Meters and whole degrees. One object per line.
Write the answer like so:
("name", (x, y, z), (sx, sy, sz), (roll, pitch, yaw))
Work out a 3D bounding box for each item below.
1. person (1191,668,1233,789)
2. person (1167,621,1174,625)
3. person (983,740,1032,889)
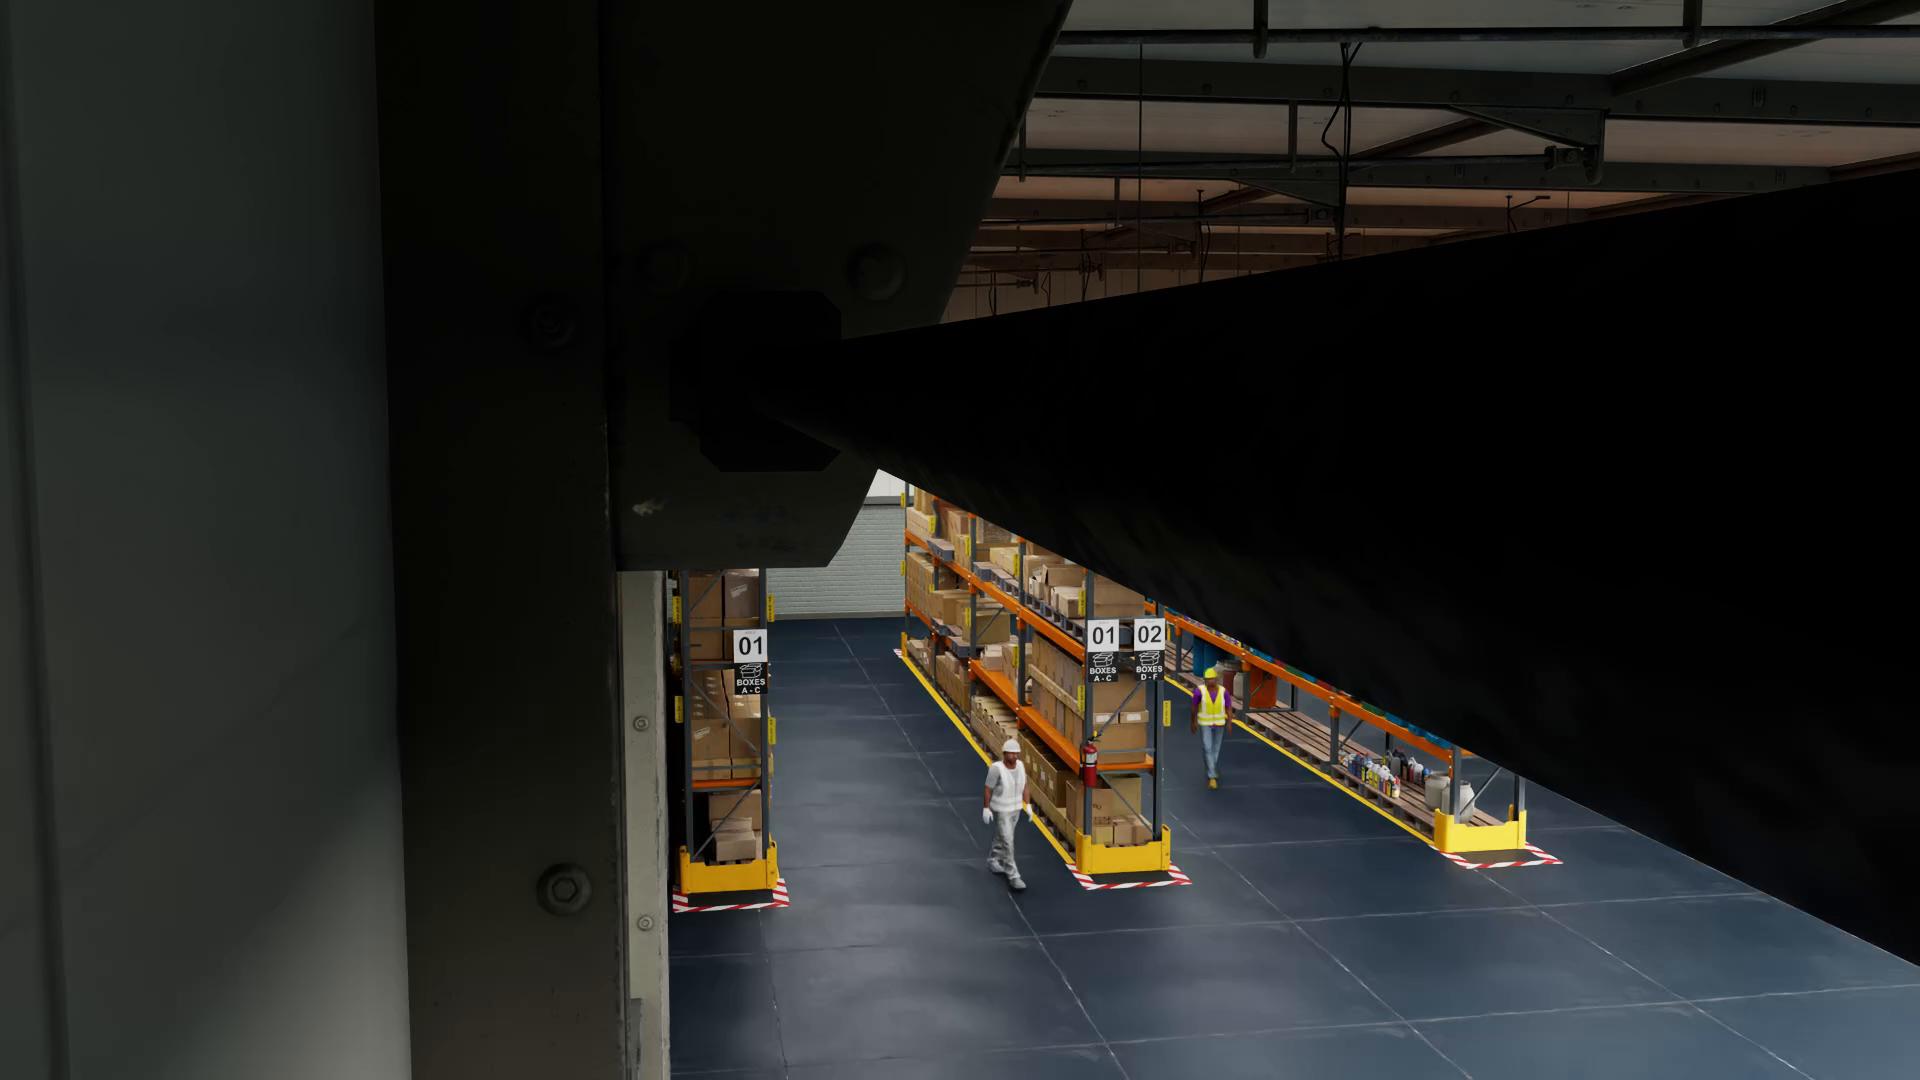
("person", (3.858, 2.828, 25.291), (0.592, 1.738, 0.897), (0, 6, -4))
("person", (5.380, 1.217, 40.722), (0.750, 1.770, 0.652), (1, 6, 14))
("person", (0.622, 3.316, 20.487), (0.575, 1.732, 0.956), (-6, 8, -43))
